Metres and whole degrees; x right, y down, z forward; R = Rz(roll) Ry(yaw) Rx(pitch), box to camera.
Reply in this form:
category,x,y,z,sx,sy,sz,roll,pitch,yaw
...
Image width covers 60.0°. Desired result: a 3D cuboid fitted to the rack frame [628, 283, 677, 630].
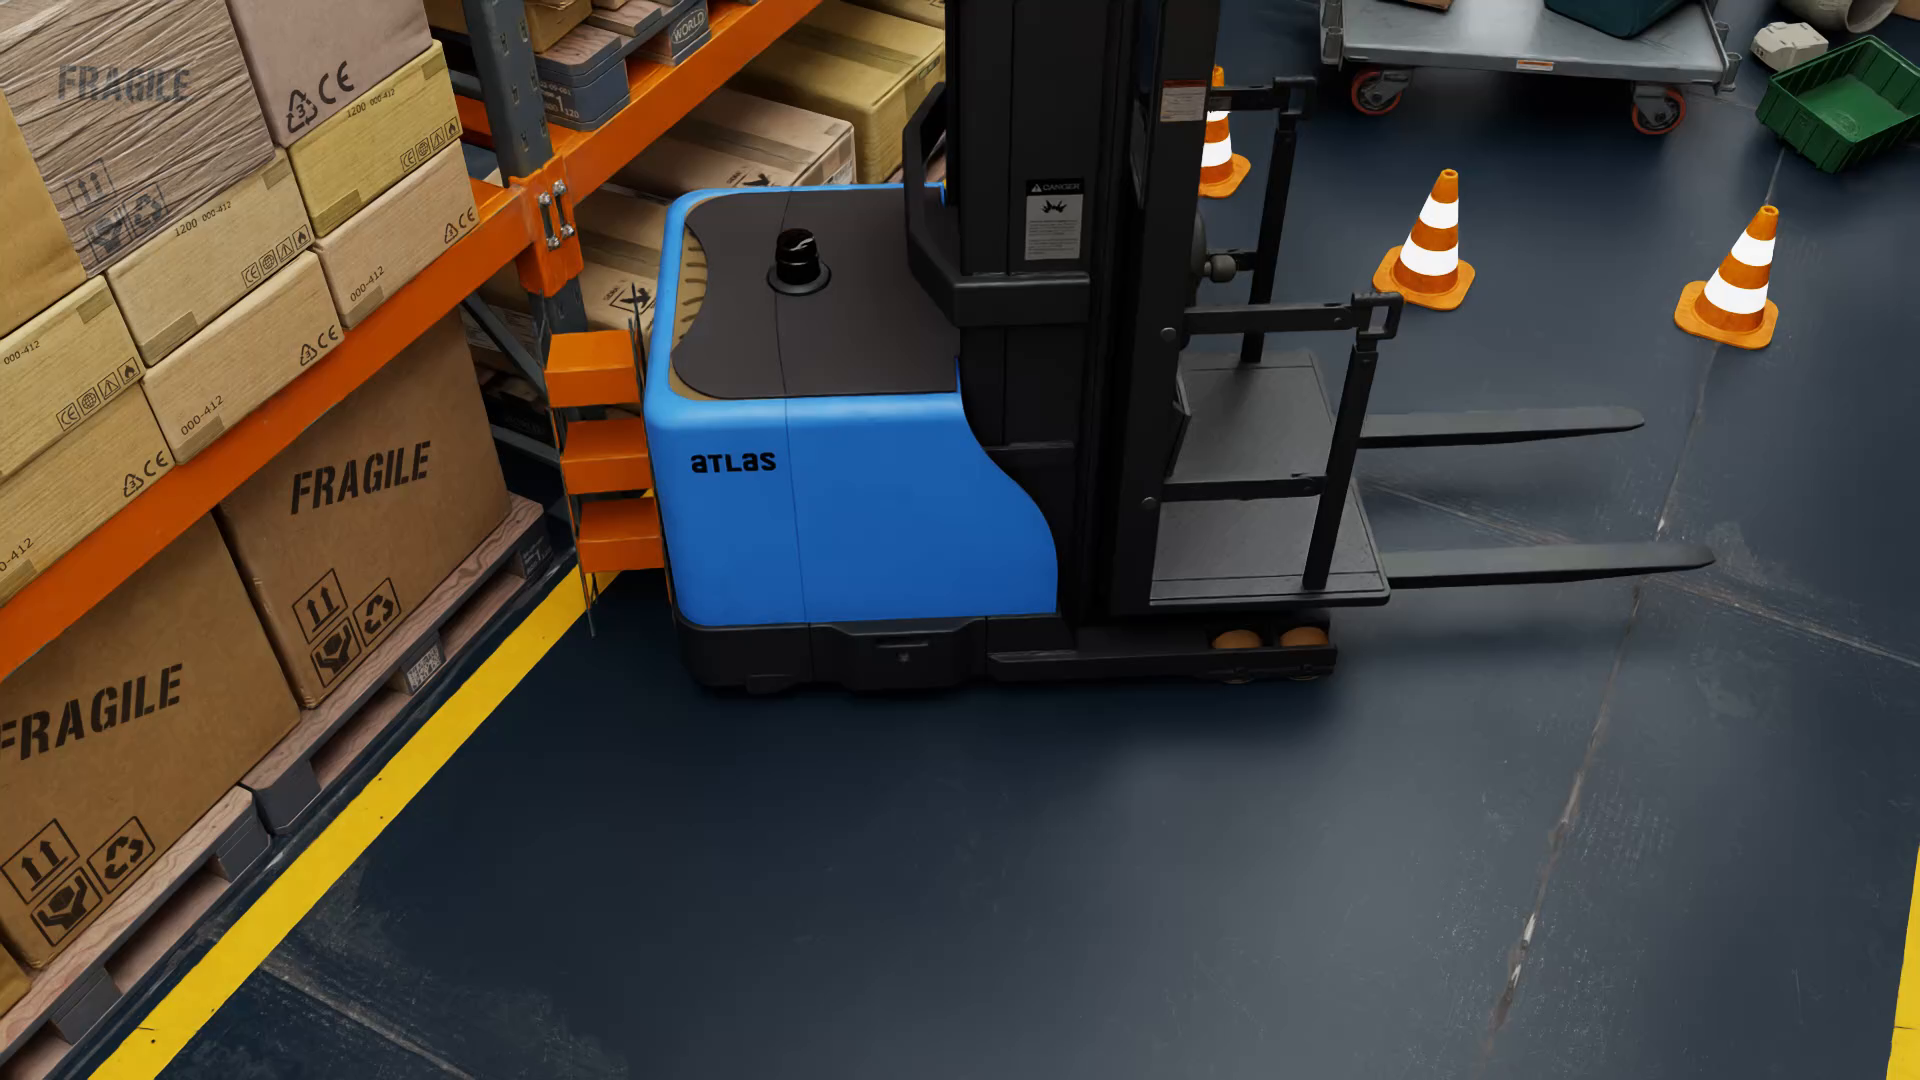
category,x,y,z,sx,sy,sz,roll,pitch,yaw
rack frame,-0.861,-0.211,4.704,0.008,1.050,0.200,-4,37,-5

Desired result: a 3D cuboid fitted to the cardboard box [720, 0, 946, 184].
category,x,y,z,sx,sy,sz,roll,pitch,yaw
cardboard box,-0.577,-1.786,6.459,0.950,0.372,0.625,22,49,20

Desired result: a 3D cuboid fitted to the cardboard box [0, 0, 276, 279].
category,x,y,z,sx,sy,sz,roll,pitch,yaw
cardboard box,-1.780,-0.915,3.272,0.500,0.500,0.500,21,49,20

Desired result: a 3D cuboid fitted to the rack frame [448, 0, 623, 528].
category,x,y,z,sx,sy,sz,roll,pitch,yaw
rack frame,-1.541,-1.266,4.392,1.000,3.000,0.127,20,49,19

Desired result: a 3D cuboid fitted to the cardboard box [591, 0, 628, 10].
category,x,y,z,sx,sy,sz,roll,pitch,yaw
cardboard box,-1.064,-1.636,4.639,0.380,0.149,0.250,18,48,17

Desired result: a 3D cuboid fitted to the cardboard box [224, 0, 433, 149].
category,x,y,z,sx,sy,sz,roll,pitch,yaw
cardboard box,-1.549,-1.241,3.594,0.500,0.500,0.500,19,48,18

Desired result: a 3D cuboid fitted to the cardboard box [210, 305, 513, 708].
category,x,y,z,sx,sy,sz,roll,pitch,yaw
cardboard box,-1.935,-0.259,4.596,0.875,0.875,0.875,20,49,19

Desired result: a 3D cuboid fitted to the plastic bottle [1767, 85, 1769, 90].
category,x,y,z,sx,sy,sz,roll,pitch,yaw
plastic bottle,3.539,-1.855,7.040,0.133,0.061,0.283,-2,45,-2

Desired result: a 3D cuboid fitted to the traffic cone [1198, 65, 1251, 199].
category,x,y,z,sx,sy,sz,roll,pitch,yaw
traffic cone,0.980,-1.651,6.556,0.336,0.463,0.334,20,49,19

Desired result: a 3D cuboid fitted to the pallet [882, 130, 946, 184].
category,x,y,z,sx,sy,sz,roll,pitch,yaw
pallet,-0.609,-1.543,6.627,1.003,0.211,1.213,20,49,19

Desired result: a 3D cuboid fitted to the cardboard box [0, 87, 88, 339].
category,x,y,z,sx,sy,sz,roll,pitch,yaw
cardboard box,-2.016,-0.604,2.965,0.500,0.500,0.500,20,49,19

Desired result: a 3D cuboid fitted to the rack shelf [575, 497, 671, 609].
category,x,y,z,sx,sy,sz,roll,pitch,yaw
rack shelf,-0.978,0.029,4.867,0.240,0.259,0.215,-4,37,-5

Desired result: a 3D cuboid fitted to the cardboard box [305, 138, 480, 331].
category,x,y,z,sx,sy,sz,roll,pitch,yaw
cardboard box,-1.546,-0.809,4.046,0.500,0.250,0.500,19,48,18

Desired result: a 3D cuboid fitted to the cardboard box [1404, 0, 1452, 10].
category,x,y,z,sx,sy,sz,roll,pitch,yaw
cardboard box,1.907,-2.605,6.940,0.500,0.500,0.500,20,49,19

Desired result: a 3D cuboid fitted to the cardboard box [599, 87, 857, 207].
category,x,y,z,sx,sy,sz,roll,pitch,yaw
cardboard box,-0.934,-1.310,5.988,0.950,0.372,0.625,20,49,18

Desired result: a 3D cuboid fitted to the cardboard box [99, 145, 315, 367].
category,x,y,z,sx,sy,sz,roll,pitch,yaw
cardboard box,-1.775,-0.676,3.563,0.500,0.250,0.500,19,48,18

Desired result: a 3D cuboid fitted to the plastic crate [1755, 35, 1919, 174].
category,x,y,z,sx,sy,sz,roll,pitch,yaw
plastic crate,3.668,-1.789,6.846,0.662,0.188,0.450,-24,60,-22

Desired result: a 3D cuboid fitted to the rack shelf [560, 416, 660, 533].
category,x,y,z,sx,sy,sz,roll,pitch,yaw
rack shelf,-0.982,-0.193,4.701,0.240,0.259,0.215,-4,37,-5

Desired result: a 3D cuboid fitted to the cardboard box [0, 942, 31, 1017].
category,x,y,z,sx,sy,sz,roll,pitch,yaw
cardboard box,-2.768,0.864,3.485,0.875,0.875,0.875,22,49,20

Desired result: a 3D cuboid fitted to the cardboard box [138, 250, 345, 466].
category,x,y,z,sx,sy,sz,roll,pitch,yaw
cardboard box,-1.769,-0.482,3.723,0.500,0.250,0.500,21,49,20

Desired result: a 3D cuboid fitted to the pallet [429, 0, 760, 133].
category,x,y,z,sx,sy,sz,roll,pitch,yaw
pallet,-1.304,-1.683,4.939,1.213,0.211,1.003,20,49,19

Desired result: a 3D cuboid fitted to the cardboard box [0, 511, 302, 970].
category,x,y,z,sx,sy,sz,roll,pitch,yaw
cardboard box,-2.353,0.301,4.042,0.875,0.875,0.875,21,49,20

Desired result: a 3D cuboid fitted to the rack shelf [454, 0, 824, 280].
category,x,y,z,sx,sy,sz,roll,pitch,yaw
rack shelf,-0.612,-2.273,5.894,1.077,0.370,4.000,20,49,19

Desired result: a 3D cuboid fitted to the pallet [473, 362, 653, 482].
category,x,y,z,sx,sy,sz,roll,pitch,yaw
pallet,-1.177,-0.778,5.870,1.003,0.211,1.213,20,49,19

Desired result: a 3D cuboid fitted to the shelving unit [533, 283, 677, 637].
category,x,y,z,sx,sy,sz,roll,pitch,yaw
shelving unit,-0.982,-0.202,4.695,0.252,1.050,0.215,-4,37,-5

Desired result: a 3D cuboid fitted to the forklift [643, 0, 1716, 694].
category,x,y,z,sx,sy,sz,roll,pitch,yaw
forklift,0.690,-0.990,4.168,3.031,2.935,1.130,-2,45,-2

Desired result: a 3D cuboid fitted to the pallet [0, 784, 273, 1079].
category,x,y,z,sx,sy,sz,roll,pitch,yaw
pallet,-2.541,0.951,4.161,1.003,0.211,1.213,20,49,19

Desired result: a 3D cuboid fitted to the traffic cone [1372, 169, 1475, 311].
category,x,y,z,sx,sy,sz,roll,pitch,yaw
traffic cone,1.732,-1.138,6.049,0.336,0.463,0.334,20,49,19

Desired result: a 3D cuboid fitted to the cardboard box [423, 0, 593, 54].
category,x,y,z,sx,sy,sz,roll,pitch,yaw
cardboard box,-1.225,-1.469,4.474,0.380,0.149,0.250,18,48,17

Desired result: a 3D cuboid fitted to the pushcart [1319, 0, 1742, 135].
category,x,y,z,sx,sy,sz,roll,pitch,yaw
pushcart,2.359,-2.143,7.103,1.648,0.377,0.936,5,46,5

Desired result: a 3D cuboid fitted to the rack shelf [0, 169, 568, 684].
category,x,y,z,sx,sy,sz,roll,pitch,yaw
rack shelf,-2.469,0.247,3.403,1.077,0.370,4.000,20,49,19

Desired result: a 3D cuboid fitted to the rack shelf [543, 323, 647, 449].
category,x,y,z,sx,sy,sz,roll,pitch,yaw
rack shelf,-0.986,-0.420,4.531,0.240,0.259,0.215,-4,37,-5

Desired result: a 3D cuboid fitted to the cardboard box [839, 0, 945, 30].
category,x,y,z,sx,sy,sz,roll,pitch,yaw
cardboard box,-0.256,-2.225,6.892,0.950,0.372,0.625,23,50,21

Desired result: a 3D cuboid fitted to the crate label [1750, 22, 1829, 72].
category,x,y,z,sx,sy,sz,roll,pitch,yaw
crate label,3.639,-2.159,7.288,0.298,0.136,0.250,-9,46,-9

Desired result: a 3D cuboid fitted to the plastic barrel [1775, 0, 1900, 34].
category,x,y,z,sx,sy,sz,roll,pitch,yaw
plastic barrel,3.915,-2.531,7.454,0.421,0.421,0.512,-16,48,-15

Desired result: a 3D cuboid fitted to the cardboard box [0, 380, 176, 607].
category,x,y,z,sx,sy,sz,roll,pitch,yaw
cardboard box,-2.017,-0.170,3.415,0.500,0.250,0.500,20,49,19

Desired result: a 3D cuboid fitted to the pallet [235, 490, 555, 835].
category,x,y,z,sx,sy,sz,roll,pitch,yaw
pallet,-1.973,0.186,4.918,1.003,0.211,1.213,20,49,19

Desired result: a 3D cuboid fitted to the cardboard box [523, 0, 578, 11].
category,x,y,z,sx,sy,sz,roll,pitch,yaw
cardboard box,-1.127,-1.761,4.306,0.500,0.500,0.500,19,48,18

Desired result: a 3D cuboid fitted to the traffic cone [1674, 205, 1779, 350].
category,x,y,z,sx,sy,sz,roll,pitch,yaw
traffic cone,2.787,-0.977,5.891,0.336,0.463,0.334,20,49,19

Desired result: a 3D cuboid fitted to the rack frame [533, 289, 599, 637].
category,x,y,z,sx,sy,sz,roll,pitch,yaw
rack frame,-1.103,-0.193,4.685,0.008,1.050,0.200,-4,37,-5

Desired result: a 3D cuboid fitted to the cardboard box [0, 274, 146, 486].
category,x,y,z,sx,sy,sz,roll,pitch,yaw
cardboard box,-1.995,-0.347,3.238,0.500,0.250,0.500,19,48,18

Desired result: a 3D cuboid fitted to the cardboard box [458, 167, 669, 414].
category,x,y,z,sx,sy,sz,roll,pitch,yaw
cardboard box,-1.270,-0.843,5.526,0.950,0.372,0.625,17,48,16

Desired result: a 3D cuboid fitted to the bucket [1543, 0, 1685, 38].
category,x,y,z,sx,sy,sz,roll,pitch,yaw
bucket,2.768,-2.446,6.791,0.620,0.611,0.726,-39,56,-20

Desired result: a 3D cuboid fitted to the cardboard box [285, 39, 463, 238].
category,x,y,z,sx,sy,sz,roll,pitch,yaw
cardboard box,-1.541,-1.000,3.884,0.500,0.250,0.500,20,49,19

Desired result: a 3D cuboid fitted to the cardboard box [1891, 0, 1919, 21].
category,x,y,z,sx,sy,sz,roll,pitch,yaw
cardboard box,4.559,-2.654,7.520,0.500,0.500,0.500,29,52,25
